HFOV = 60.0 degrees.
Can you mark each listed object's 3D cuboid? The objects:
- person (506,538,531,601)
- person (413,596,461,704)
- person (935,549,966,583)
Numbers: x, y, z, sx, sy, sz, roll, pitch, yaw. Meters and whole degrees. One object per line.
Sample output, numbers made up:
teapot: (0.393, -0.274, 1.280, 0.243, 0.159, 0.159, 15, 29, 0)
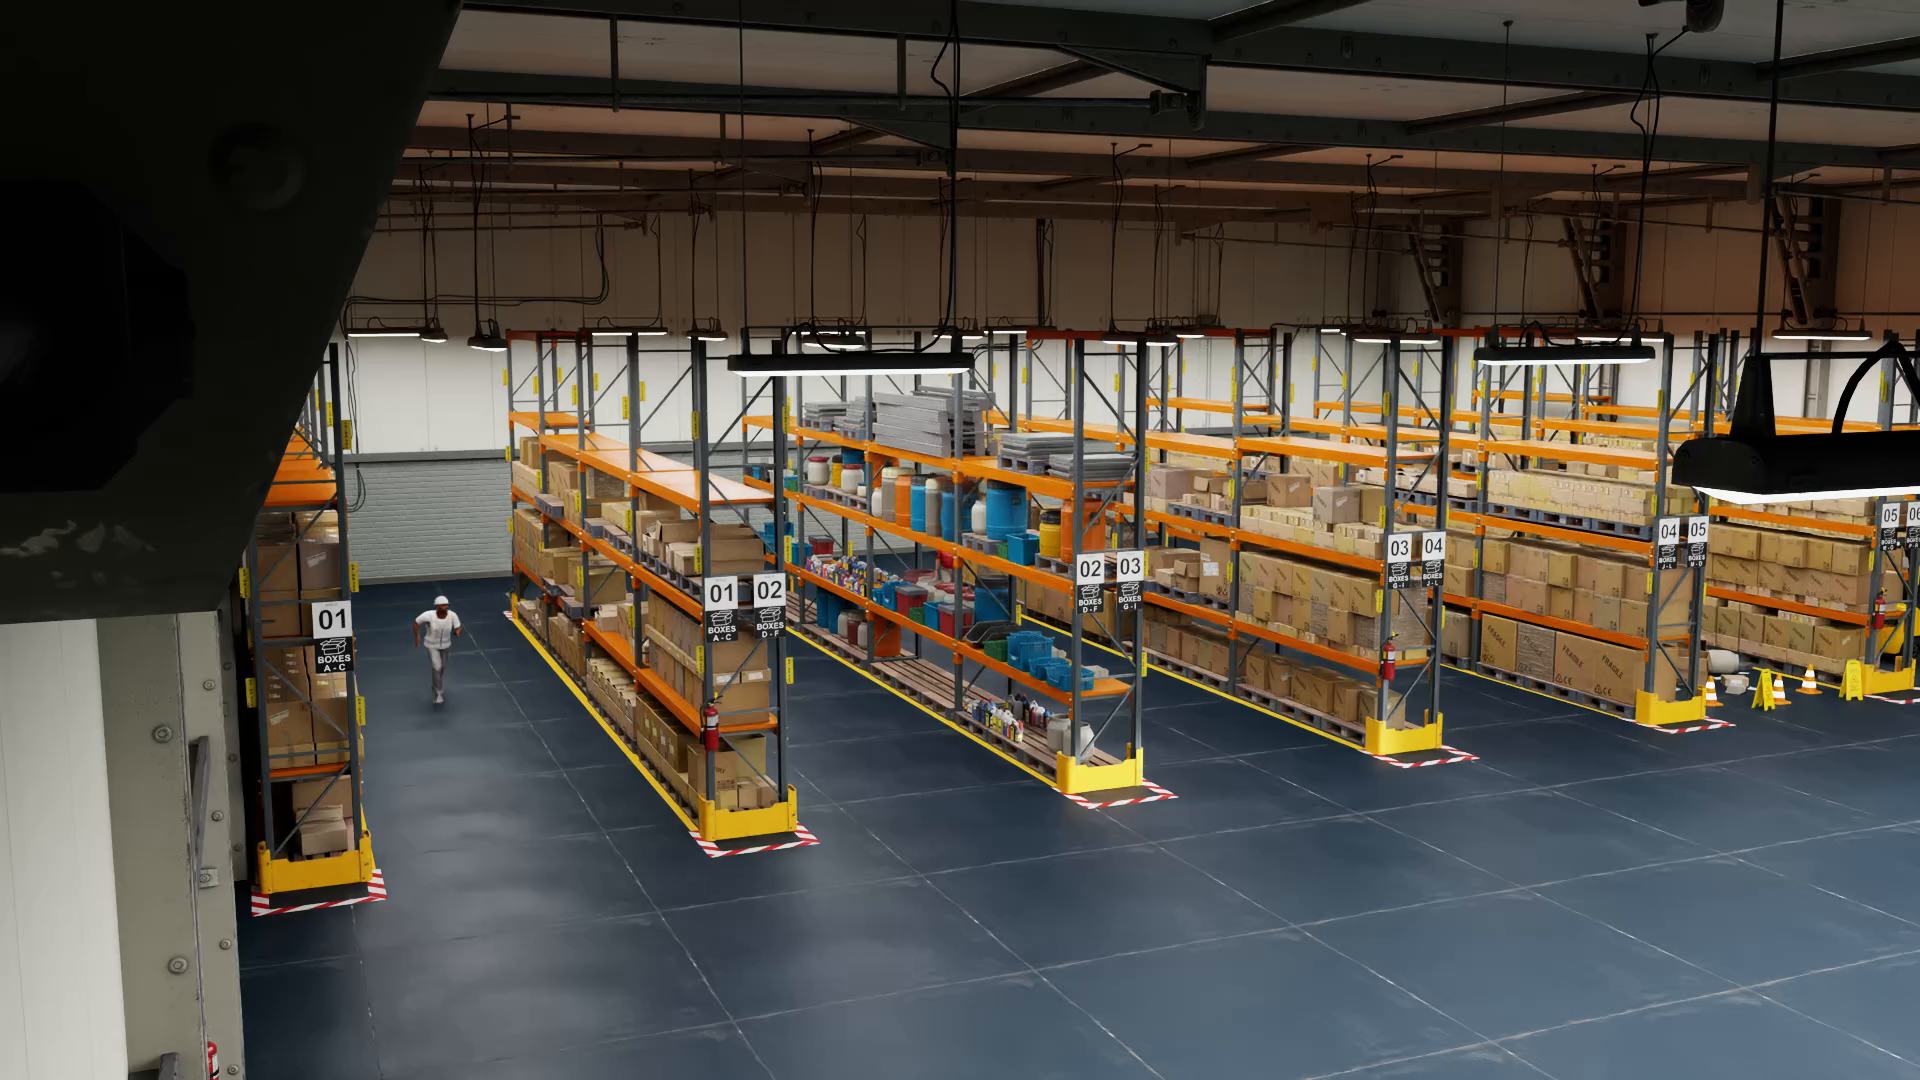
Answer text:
person: (-9.584, 0.534, 36.025, 0.565, 1.777, 0.599, -3, 8, -22)
person: (-8.600, 1.767, 27.384, 0.741, 1.759, 0.933, -5, 9, -35)
person: (-0.196, 0.692, 35.282, 0.580, 1.659, 1.084, -3, 8, -22)
